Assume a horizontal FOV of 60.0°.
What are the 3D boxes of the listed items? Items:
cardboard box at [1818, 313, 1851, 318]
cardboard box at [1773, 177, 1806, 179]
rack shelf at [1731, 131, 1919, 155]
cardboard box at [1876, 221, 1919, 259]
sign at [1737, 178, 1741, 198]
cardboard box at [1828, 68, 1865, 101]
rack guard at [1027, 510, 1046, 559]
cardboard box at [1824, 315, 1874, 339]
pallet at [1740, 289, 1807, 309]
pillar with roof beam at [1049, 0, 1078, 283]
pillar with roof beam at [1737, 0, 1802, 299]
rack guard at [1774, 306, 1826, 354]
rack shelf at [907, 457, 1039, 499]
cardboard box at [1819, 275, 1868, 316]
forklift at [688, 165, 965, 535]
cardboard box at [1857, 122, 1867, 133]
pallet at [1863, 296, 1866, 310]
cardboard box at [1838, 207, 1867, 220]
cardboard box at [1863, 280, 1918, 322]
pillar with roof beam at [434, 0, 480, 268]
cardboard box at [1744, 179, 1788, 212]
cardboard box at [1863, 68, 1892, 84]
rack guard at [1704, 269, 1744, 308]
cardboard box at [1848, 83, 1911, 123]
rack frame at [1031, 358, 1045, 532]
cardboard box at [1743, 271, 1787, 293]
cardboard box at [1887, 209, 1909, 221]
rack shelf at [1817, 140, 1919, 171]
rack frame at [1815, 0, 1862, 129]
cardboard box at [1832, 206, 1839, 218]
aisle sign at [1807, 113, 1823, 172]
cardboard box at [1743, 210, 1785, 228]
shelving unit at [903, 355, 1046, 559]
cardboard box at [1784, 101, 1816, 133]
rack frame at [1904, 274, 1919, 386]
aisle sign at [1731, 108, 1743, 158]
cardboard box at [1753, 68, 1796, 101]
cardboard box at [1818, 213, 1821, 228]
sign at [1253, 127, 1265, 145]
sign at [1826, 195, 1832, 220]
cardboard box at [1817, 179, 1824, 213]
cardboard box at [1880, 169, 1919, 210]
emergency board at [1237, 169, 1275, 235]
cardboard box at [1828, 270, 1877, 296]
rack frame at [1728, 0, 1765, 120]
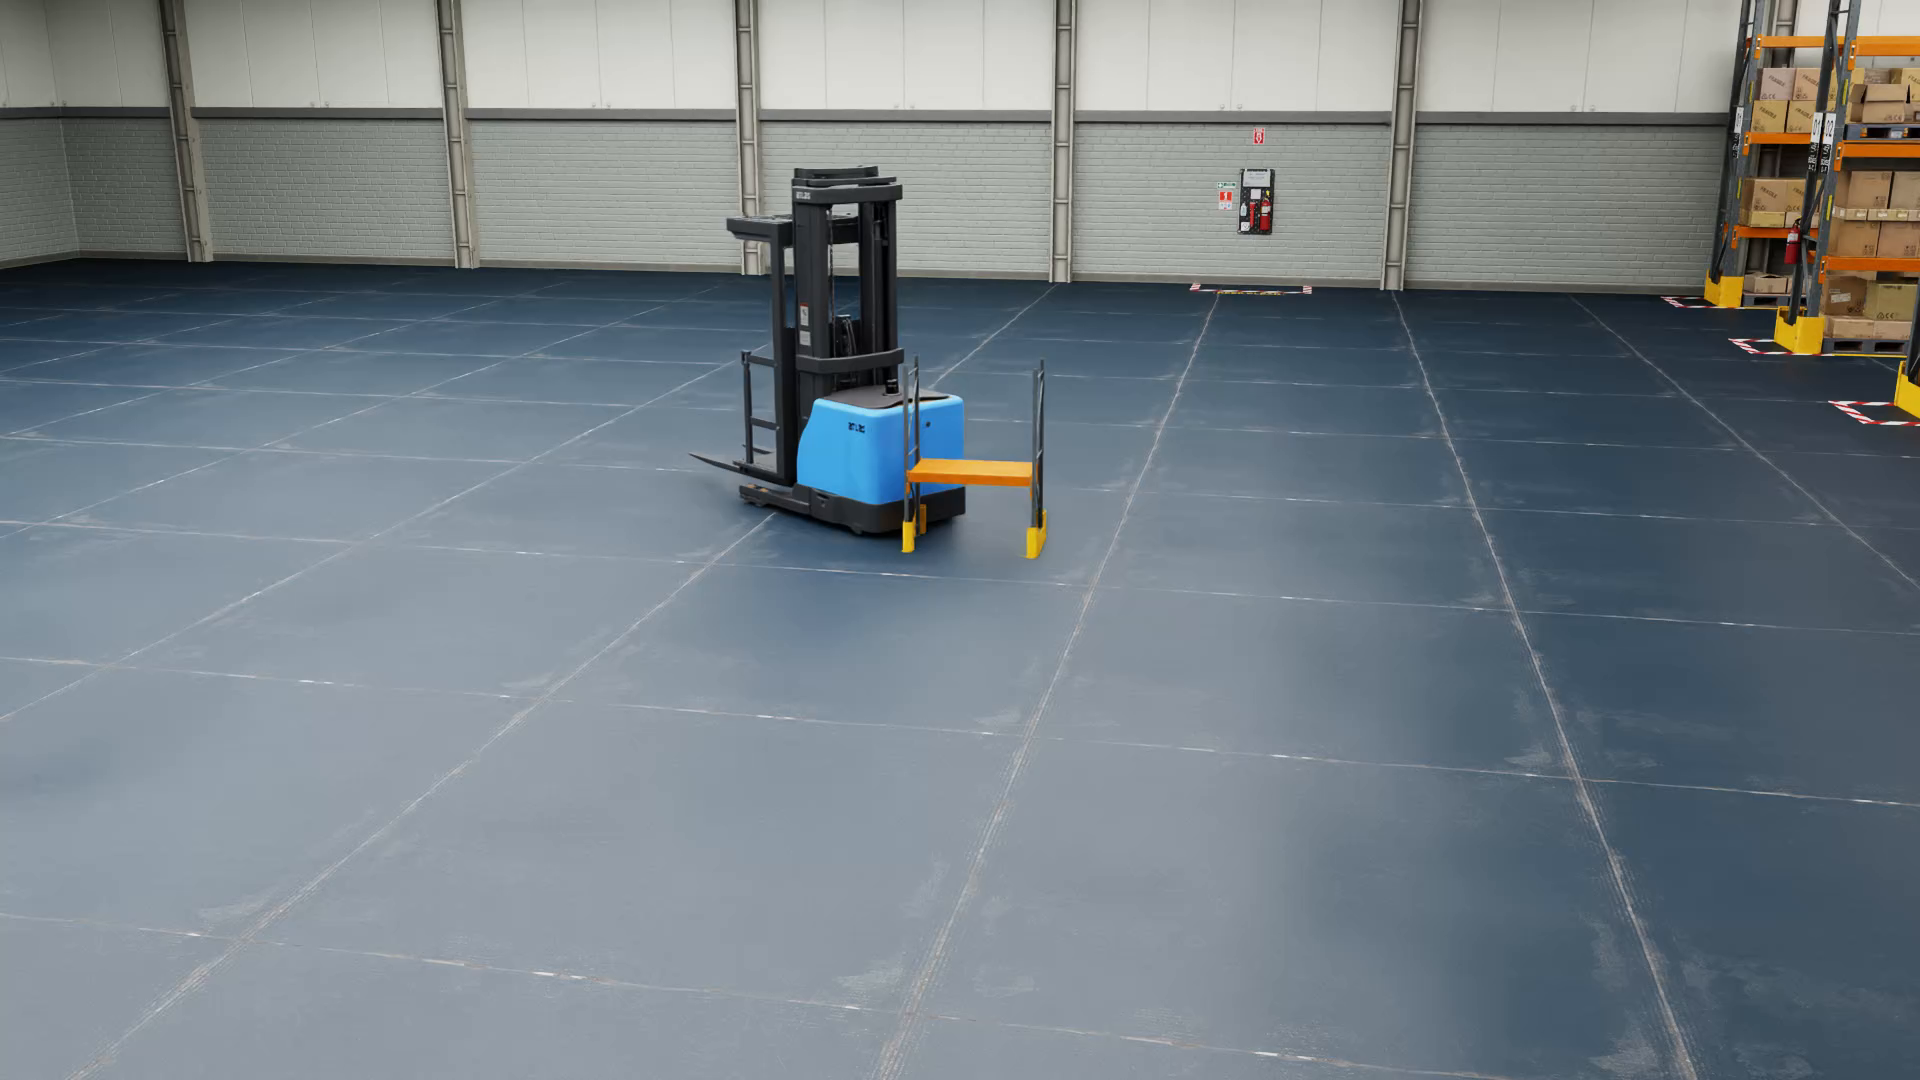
[{"bbox_3d":[12.386,-3.082,23.493,0.500,0.250,0.500,3,16,11],"label":"cardboard box"},{"bbox_3d":[13.781,-5.752,27.606,0.500,0.500,0.500,3,16,12],"label":"cardboard box"},{"bbox_3d":[14.745,-6.445,26.996,4.000,0.370,1.077,3,16,11],"label":"rack shelf"},{"bbox_3d":[12.772,-4.149,22.794,0.500,0.500,0.700,4,16,13],"label":"cardboard box"},{"bbox_3d":[12.677,-5.727,27.057,0.005,0.325,0.100,3,16,11],"label":"sign"},{"bbox_3d":[14.100,-7.289,26.599,0.500,0.500,0.500,4,16,13],"label":"cardboard box"},{"bbox_3d":[0.615,-0.050,13.334,0.087,0.250,0.587,3,16,9],"label":"rack guard"},{"bbox_3d":[12.283,-2.947,23.004,0.500,0.250,0.500,3,16,11],"label":"cardboard box"},{"bbox_3d":[13.649,-4.052,27.853,1.213,0.211,1.003,3,16,11],"label":"pallet"},{"bbox_3d":[1.027,-8.045,25.805,0.400,9.000,9.100,3,16,11],"label":"pillar with roof beam"},{"bbox_3d":[12.786,-7.406,23.501,0.400,9.000,9.100,3,16,11],"label":"pillar with roof beam"},{"bbox_3d":[11.778,-2.953,23.344,0.348,0.500,1.175,3,16,11],"label":"rack guard"},{"bbox_3d":[0.115,-0.502,13.298,1.000,0.185,0.538,3,16,9],"label":"rack shelf"},{"bbox_3d":[12.387,-3.444,23.395,0.500,0.500,0.500,3,16,11],"label":"cardboard box"},{"bbox_3d":[-1.314,-1.781,14.560,1.130,2.935,3.031,-14,20,-40],"label":"forklift"},{"bbox_3d":[14.621,-6.785,26.652,0.500,0.500,0.500,4,16,15],"label":"cardboard box"},{"bbox_3d":[14.841,-3.986,27.616,1.213,0.211,1.003,3,16,11],"label":"pallet"},{"bbox_3d":[12.144,-4.440,22.627,0.250,0.149,0.380,3,16,11],"label":"cardboard box"},{"bbox_3d":[12.773,-3.282,22.809,0.500,0.500,0.500,3,16,11],"label":"cardboard box"},{"bbox_3d":[-10.733,-8.683,28.110,0.400,9.000,9.100,3,16,11],"label":"pillar with roof beam"},{"bbox_3d":[13.193,-5.647,27.226,0.500,0.500,0.500,3,16,11],"label":"cardboard box"},{"bbox_3d":[14.767,-7.396,26.985,0.500,0.500,0.500,3,16,11],"label":"cardboard box"},{"bbox_3d":[12.860,-4.243,28.004,0.348,0.500,1.175,3,16,11],"label":"rack guard"},{"bbox_3d":[12.364,-5.890,22.402,0.637,0.503,0.797,4,16,15],"label":"cardboard box"},{"bbox_3d":[0.616,-0.653,13.167,0.032,1.500,0.500,3,16,9],"label":"rack frame"},{"bbox_3d":[13.445,-4.308,27.767,0.500,0.311,0.500,1,16,5],"label":"cardboard box"},{"bbox_3d":[12.647,-4.413,22.530,0.250,0.149,0.380,3,16,11],"label":"cardboard box"},{"bbox_3d":[13.762,-5.149,22.317,4.000,0.370,1.077,3,16,11],"label":"rack shelf"},{"bbox_3d":[11.802,-7.047,22.205,0.127,3.000,1.000,3,16,11],"label":"rack frame"},{"bbox_3d":[12.214,-4.546,23.012,0.250,0.149,0.380,3,16,10],"label":"cardboard box"},{"bbox_3d":[11.796,-5.489,22.949,0.004,0.787,0.394,3,16,11],"label":"aisle sign"},{"bbox_3d":[13.200,-5.280,27.308,0.500,0.250,0.500,3,16,9],"label":"cardboard box"},{"bbox_3d":[0.124,-0.675,13.248,1.083,1.500,0.587,3,16,9],"label":"shelving unit"},{"bbox_3d":[13.582,-6.834,26.831,0.500,0.500,0.500,4,16,15],"label":"cardboard box"},{"bbox_3d":[10.811,-2.861,18.329,0.127,3.000,1.000,3,16,11],"label":"rack frame"},{"bbox_3d":[12.655,-6.630,27.068,0.004,0.787,0.394,3,16,11],"label":"aisle sign"},{"bbox_3d":[13.115,-7.353,26.831,0.500,0.500,0.500,2,16,7],"label":"cardboard box"},{"bbox_3d":[14.210,-5.228,27.119,0.500,0.250,0.500,3,16,10],"label":"cardboard box"},{"bbox_3d":[5.362,-7.245,29.816,0.199,0.298,0.001,3,16,11],"label":"sign"},{"bbox_3d":[11.685,-4.467,22.357,0.005,0.325,0.100,3,16,11],"label":"sign"},{"bbox_3d":[14.181,-5.589,27.017,0.500,0.500,0.500,3,16,9],"label":"cardboard box"},{"bbox_3d":[12.825,-4.772,22.611,0.500,0.500,0.700,3,16,10],"label":"cardboard box"},{"bbox_3d":[5.350,-6.102,30.030,0.643,1.169,0.194,3,16,11],"label":"emergency board"},{"bbox_3d":[14.713,-4.317,27.444,0.500,0.500,0.700,2,16,8],"label":"cardboard box"},{"bbox_3d":[12.785,-8.343,26.884,0.127,3.000,1.000,3,16,11],"label":"rack frame"}]
